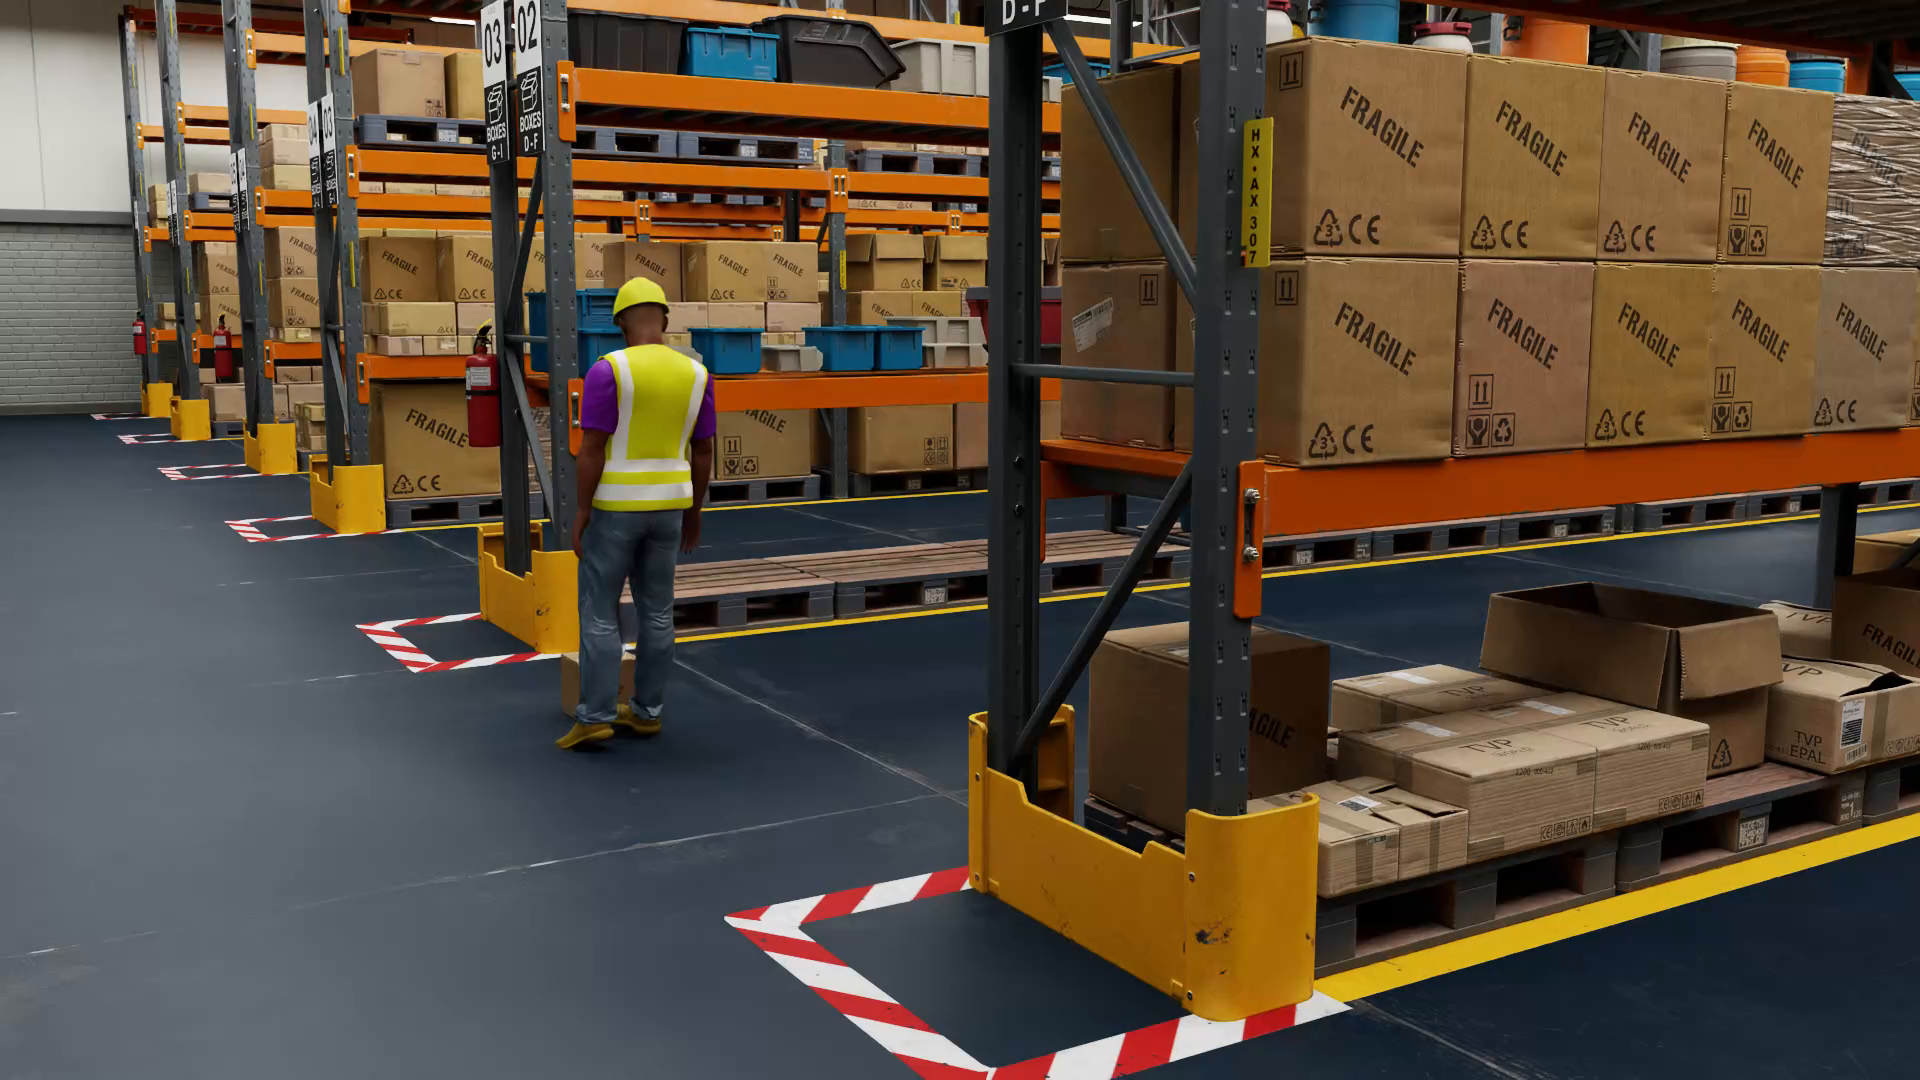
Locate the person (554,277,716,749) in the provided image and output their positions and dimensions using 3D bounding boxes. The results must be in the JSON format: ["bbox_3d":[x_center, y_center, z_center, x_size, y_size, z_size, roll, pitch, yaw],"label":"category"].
[{"bbox_3d":[4.639,-0.772,11.207,15.896,1.823,0.612,-6,10,-38],"label":"person"}]
